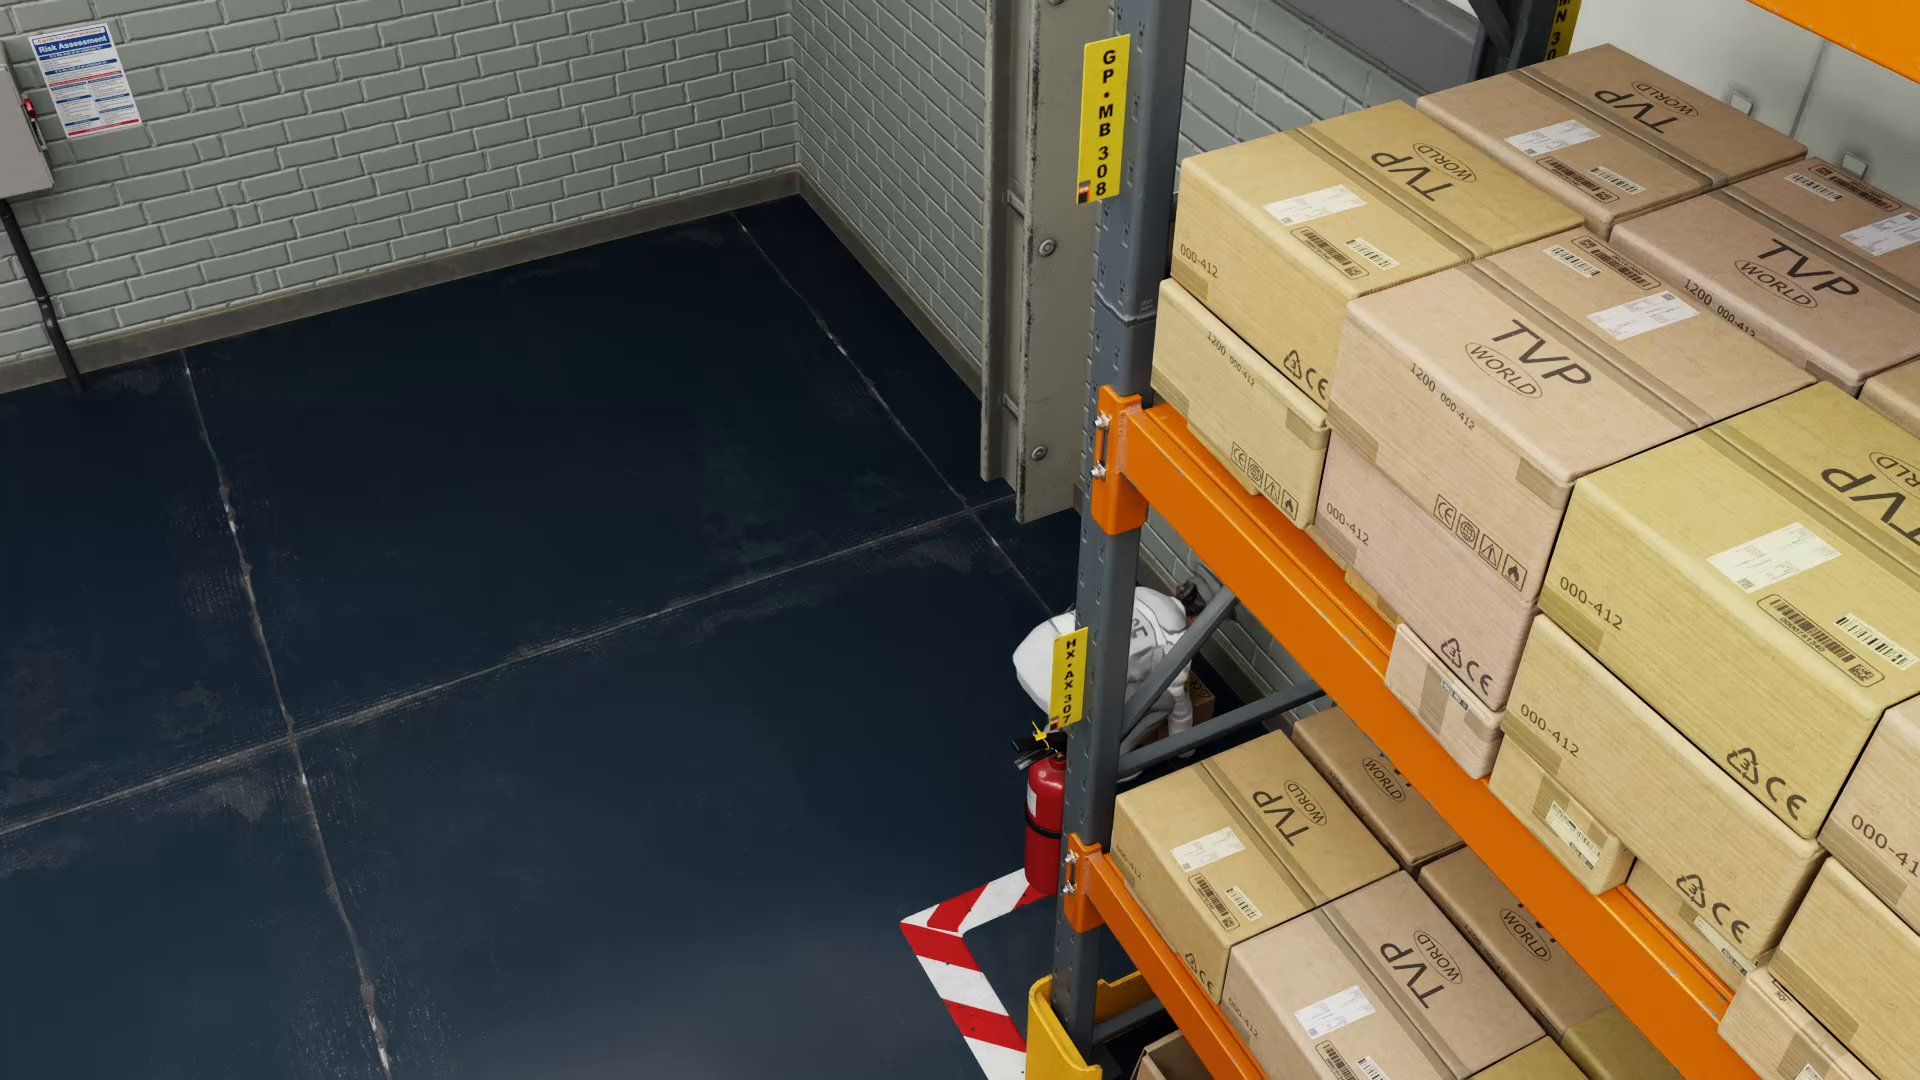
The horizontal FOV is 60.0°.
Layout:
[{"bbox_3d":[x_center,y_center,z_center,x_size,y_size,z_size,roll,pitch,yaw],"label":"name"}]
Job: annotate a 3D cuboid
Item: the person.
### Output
[{"bbox_3d":[0.625,0.524,6.260,0.913,0.778,0.455,-20,45,-21],"label":"person"}]
